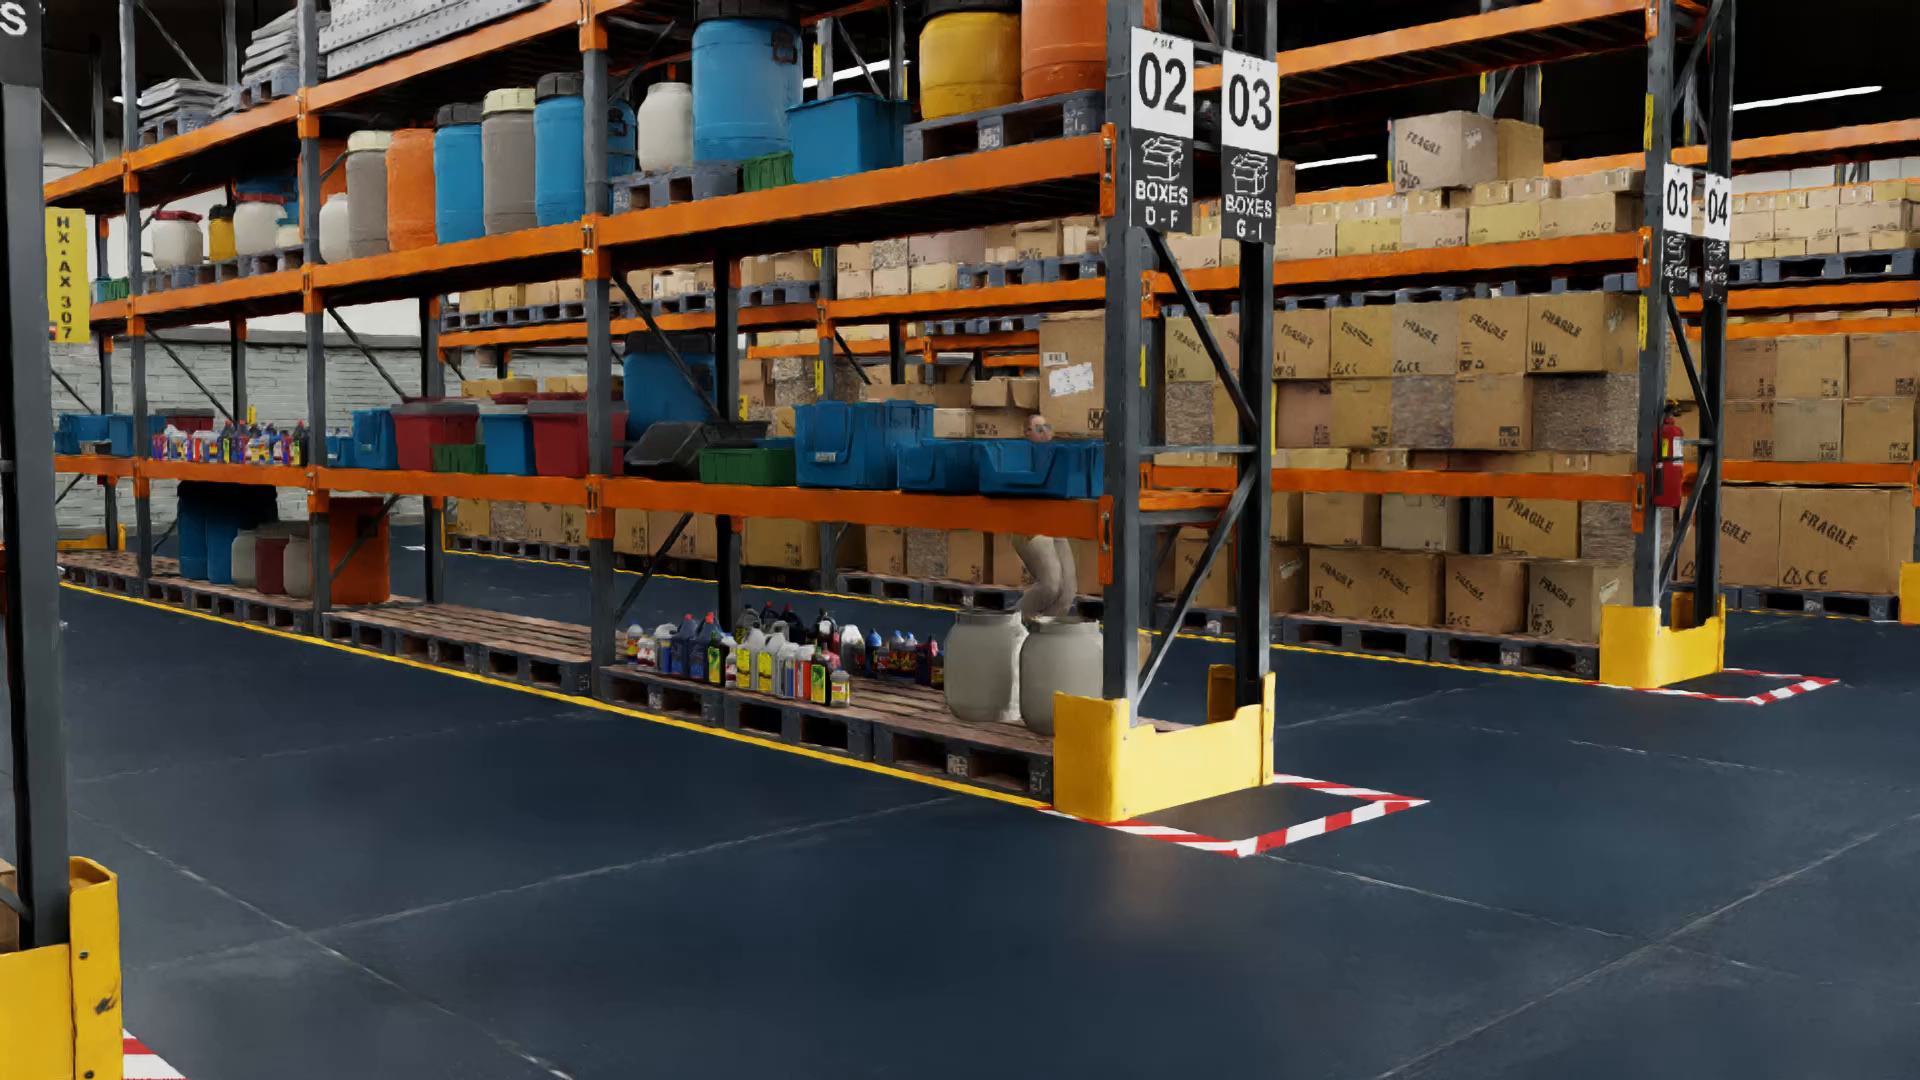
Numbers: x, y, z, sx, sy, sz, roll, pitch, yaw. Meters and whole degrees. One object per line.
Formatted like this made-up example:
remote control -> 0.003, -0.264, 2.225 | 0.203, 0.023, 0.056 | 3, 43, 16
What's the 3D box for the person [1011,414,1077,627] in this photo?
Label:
person -> 0.604, -0.027, 11.566 | 0.503, 1.702, 0.722 | 3, 5, 41
